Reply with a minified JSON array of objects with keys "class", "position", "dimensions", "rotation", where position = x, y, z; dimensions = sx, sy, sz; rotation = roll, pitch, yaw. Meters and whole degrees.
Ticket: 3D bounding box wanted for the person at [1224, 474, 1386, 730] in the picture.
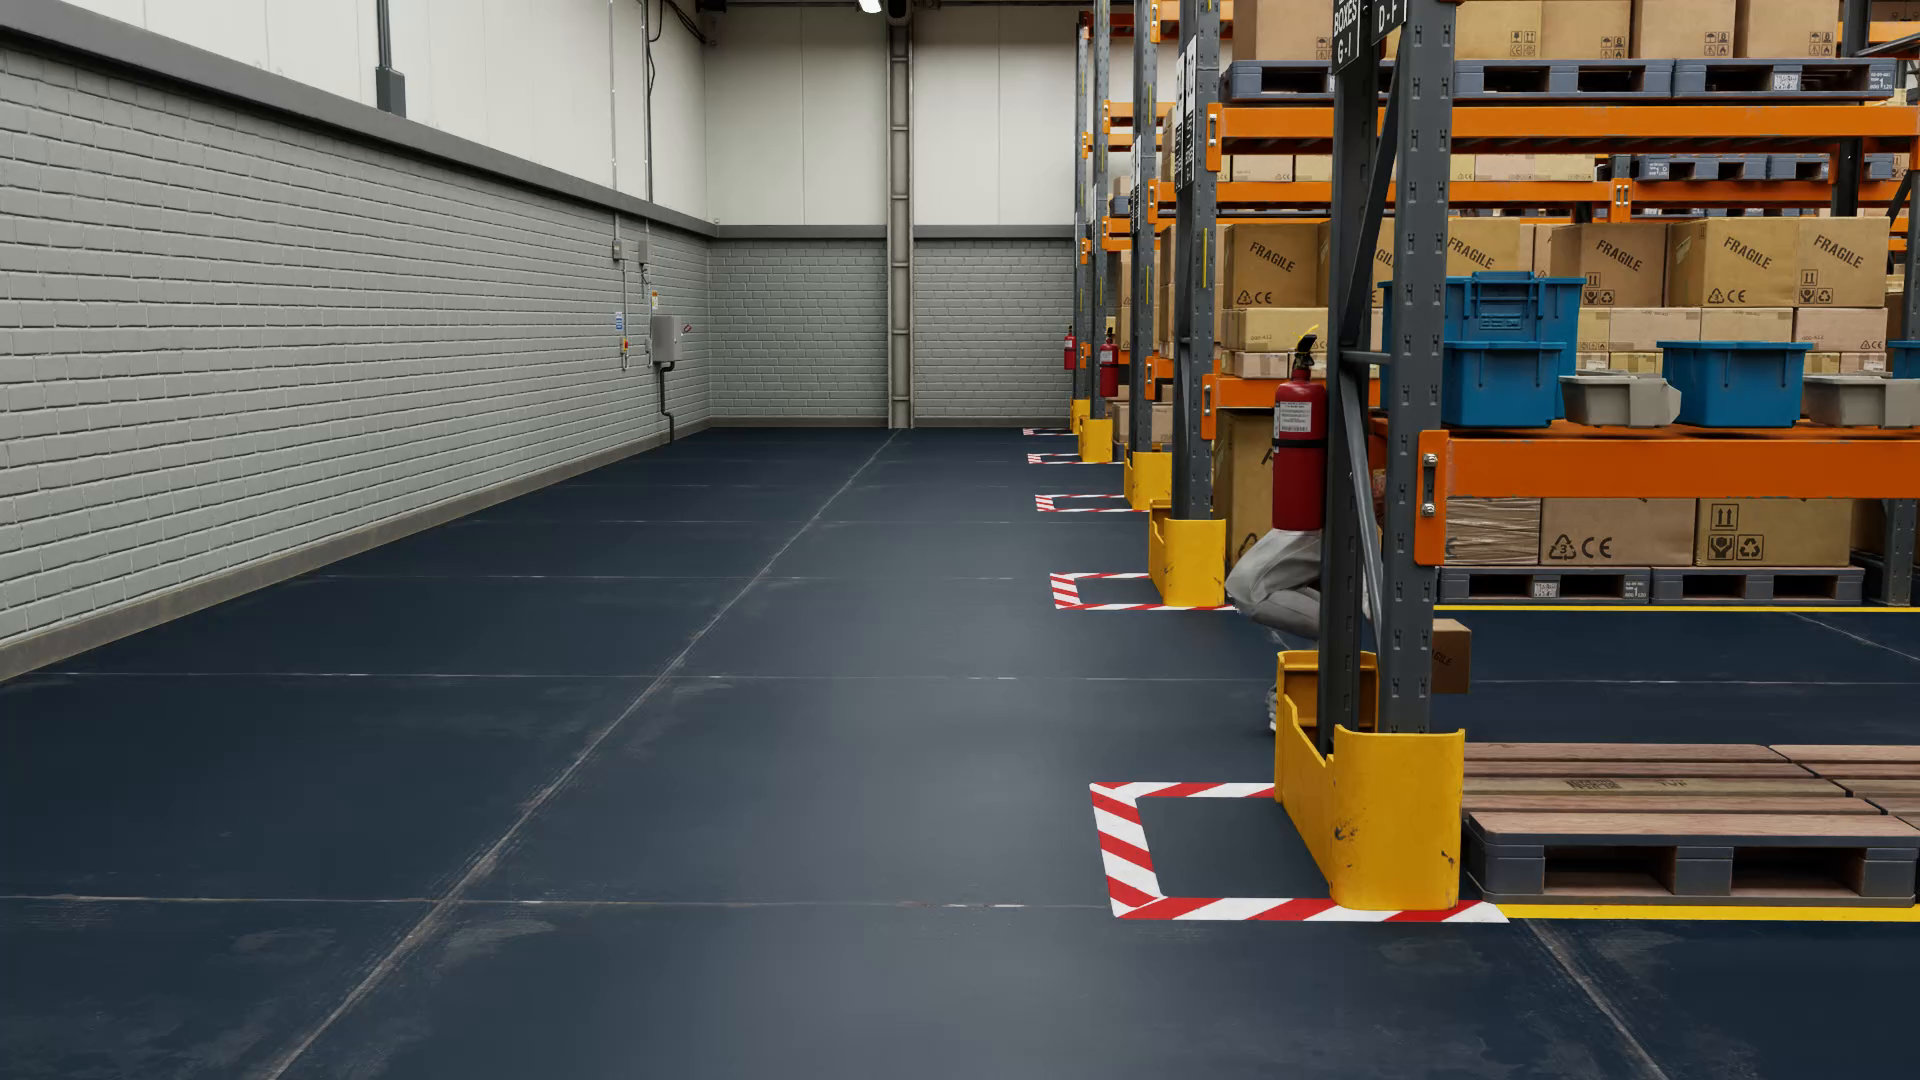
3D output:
[{"class":"person","position":[1.436,0.244,6.619],"dimensions":[0.757,1.039,0.454],"rotation":[2,8,16]}]
